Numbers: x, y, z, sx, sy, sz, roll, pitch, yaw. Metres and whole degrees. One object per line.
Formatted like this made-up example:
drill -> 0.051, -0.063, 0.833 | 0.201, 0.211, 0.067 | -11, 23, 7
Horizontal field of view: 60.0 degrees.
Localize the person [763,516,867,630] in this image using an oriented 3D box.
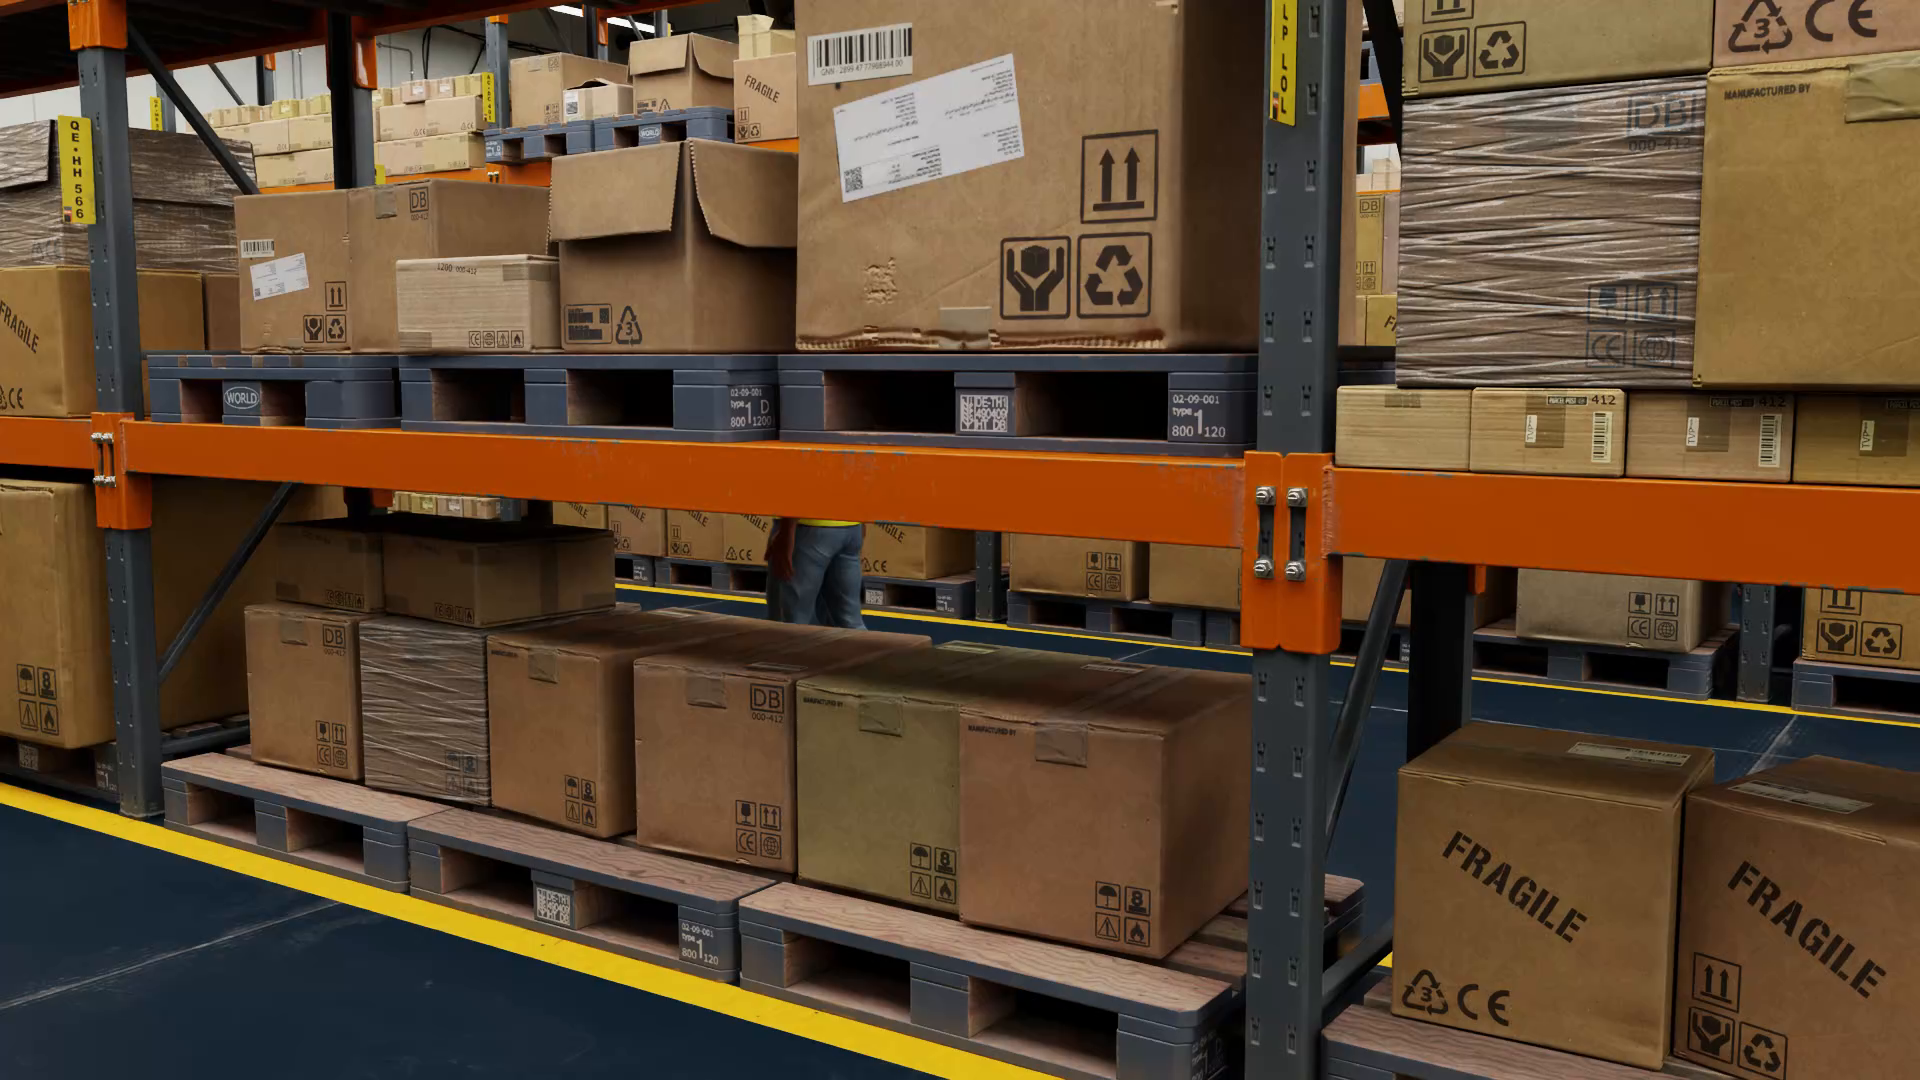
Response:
person -> -0.580, -0.055, 6.169 | 0.582, 1.769, 0.585 | 3, 7, 25
